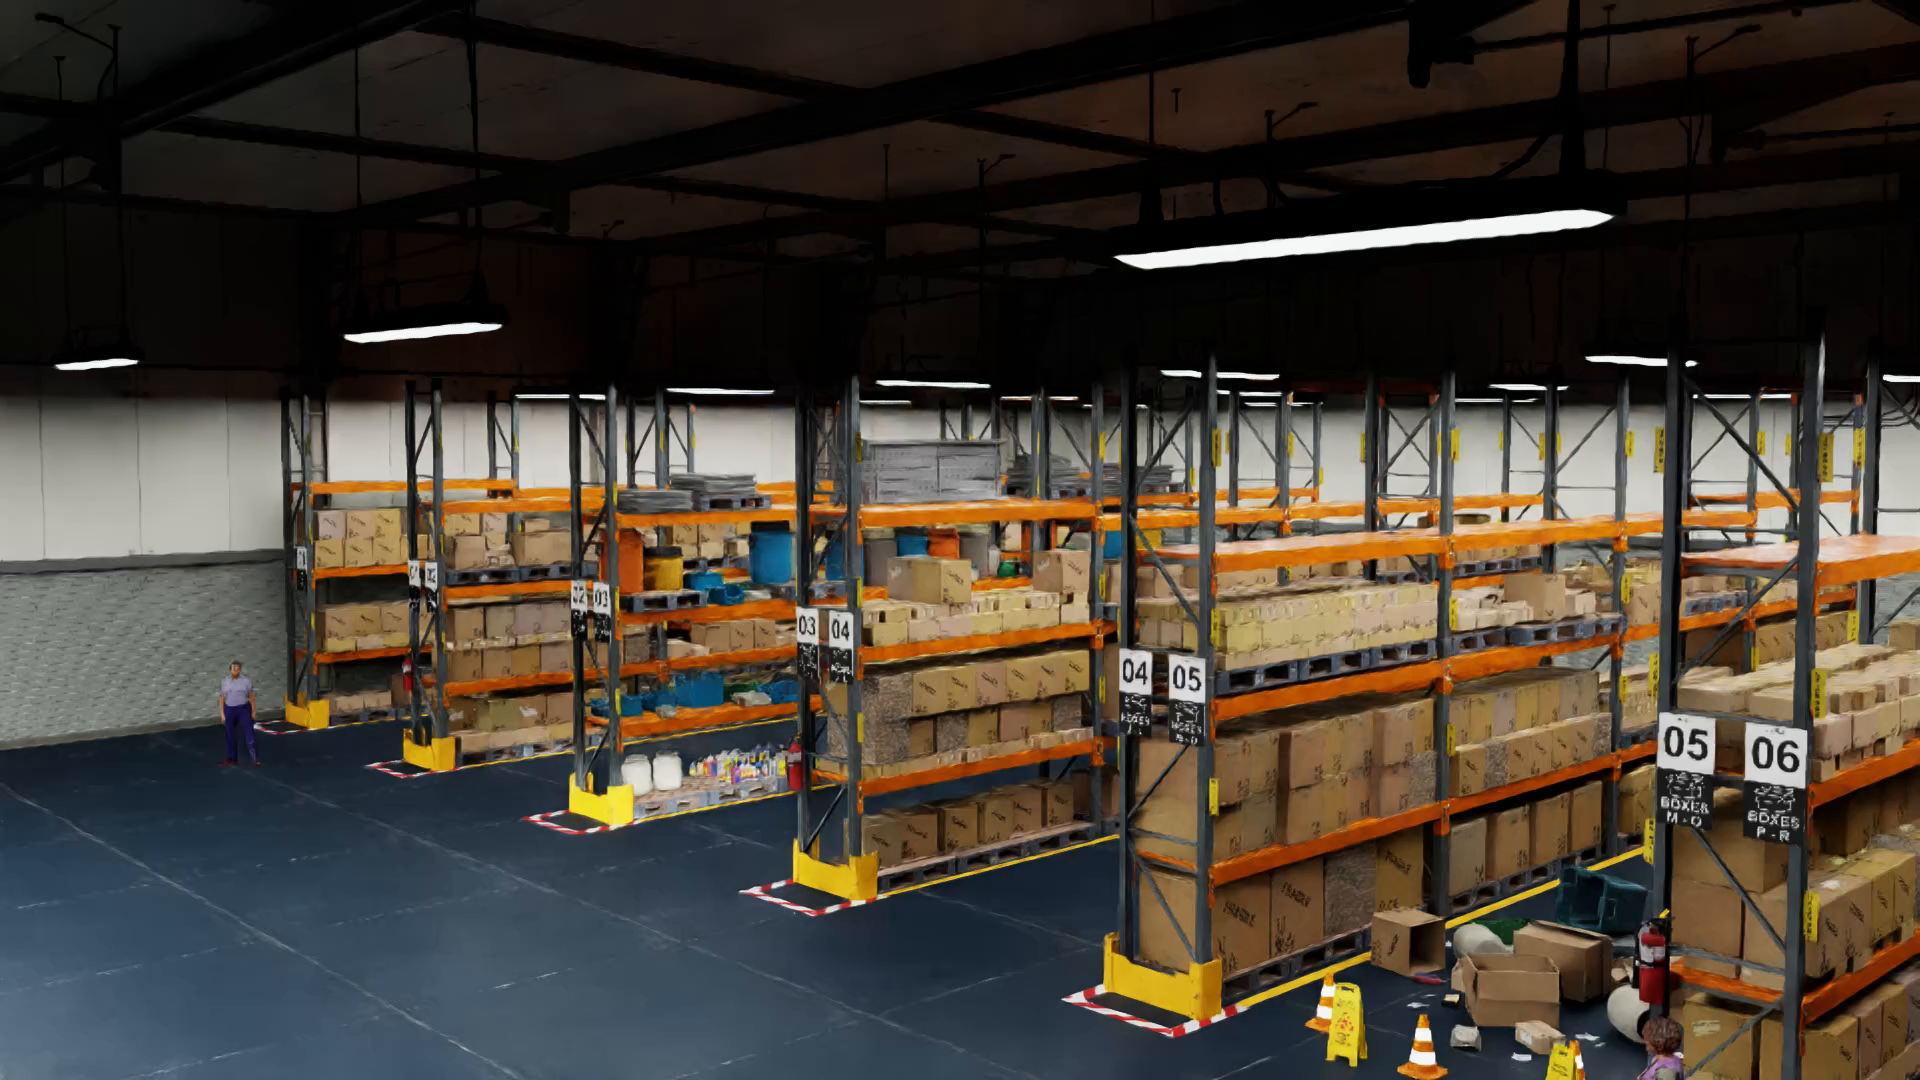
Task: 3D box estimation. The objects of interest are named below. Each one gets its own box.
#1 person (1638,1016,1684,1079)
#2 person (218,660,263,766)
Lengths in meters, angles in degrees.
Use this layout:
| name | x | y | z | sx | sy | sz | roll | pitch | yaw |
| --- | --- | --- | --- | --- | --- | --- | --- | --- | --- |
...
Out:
| name | x | y | z | sx | sy | sz | roll | pitch | yaw |
| --- | --- | --- | --- | --- | --- | --- | --- | --- | --- |
| person | 4.395 | 3.727 | 10.175 | 0.491 | 1.589 | 0.515 | 1 | 4 | 20 |
| person | -11.190 | 2.734 | 25.848 | 0.708 | 1.535 | 0.527 | -1 | 4 | -12 |
